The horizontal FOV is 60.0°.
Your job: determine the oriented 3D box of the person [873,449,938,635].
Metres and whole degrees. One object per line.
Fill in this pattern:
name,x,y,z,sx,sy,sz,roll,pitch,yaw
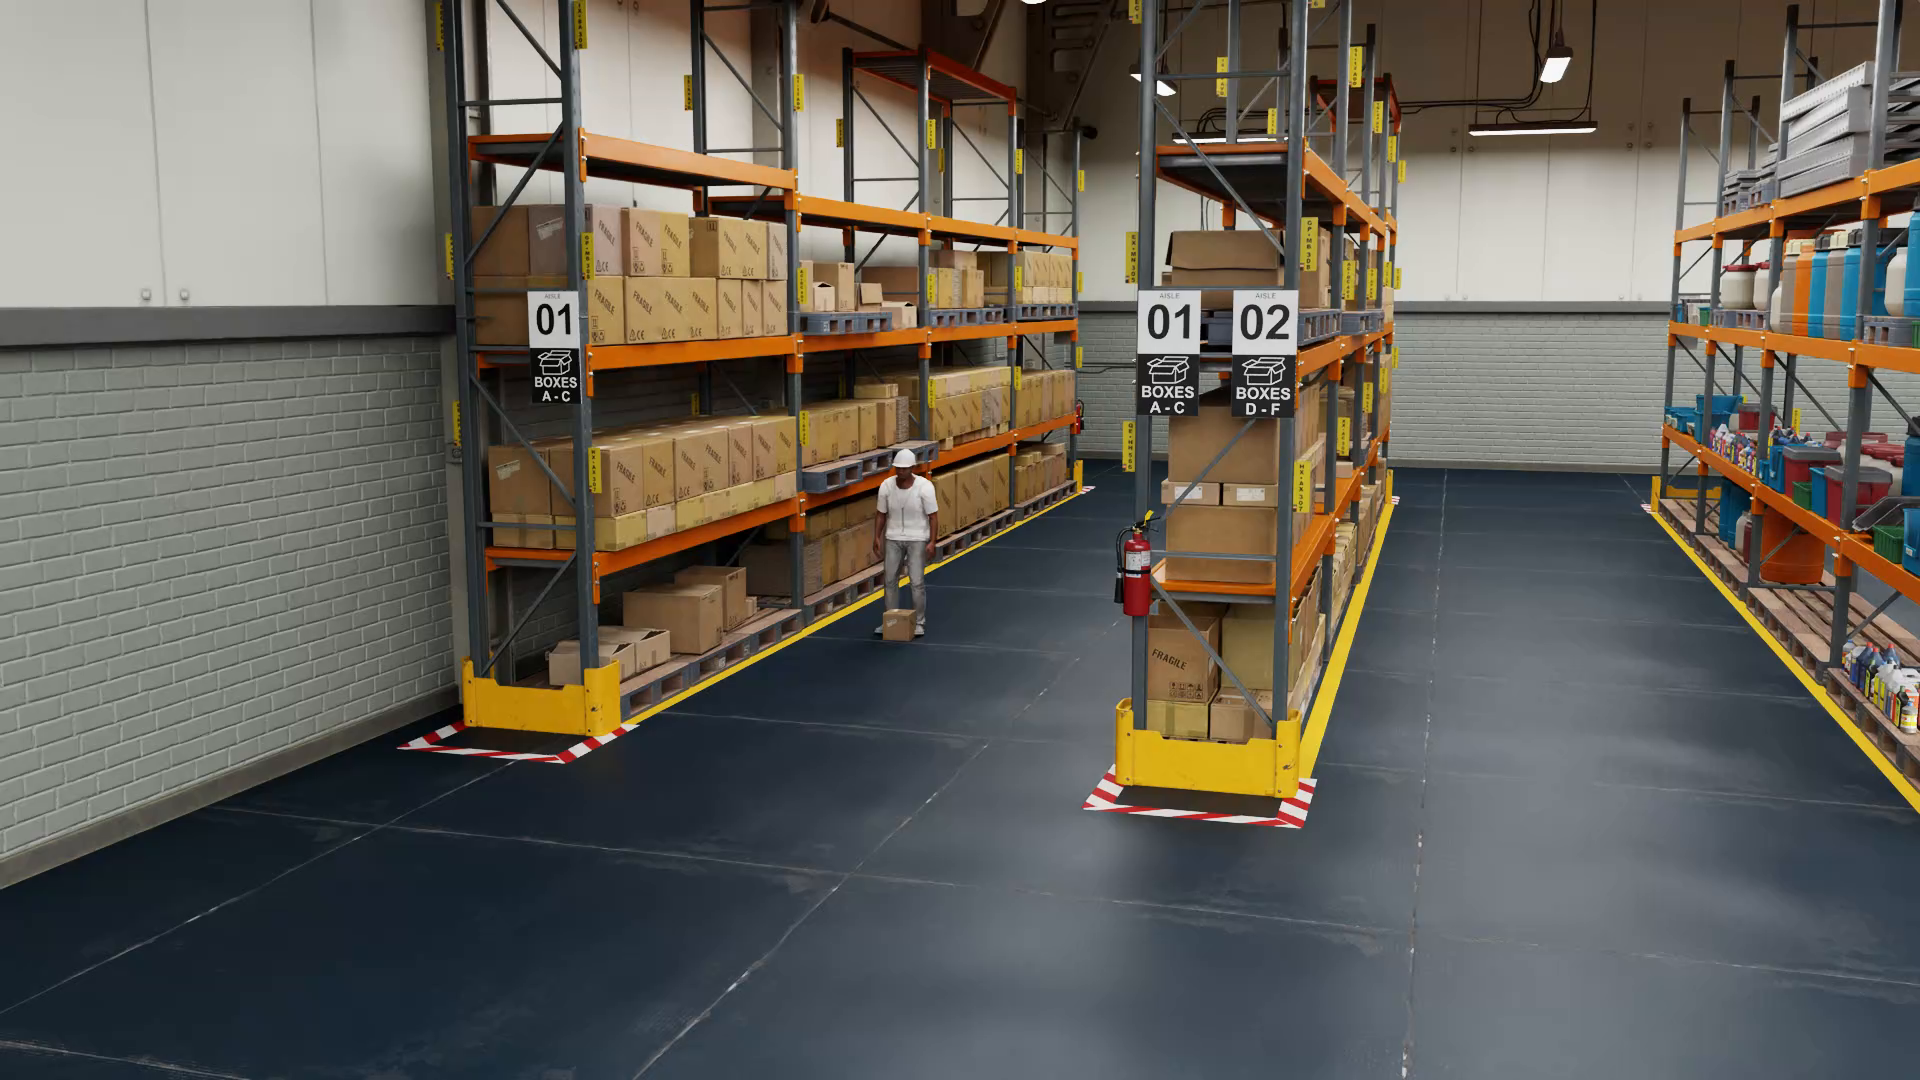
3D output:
person,-0.518,0.016,15.662,0.627,1.760,0.459,2,9,16
